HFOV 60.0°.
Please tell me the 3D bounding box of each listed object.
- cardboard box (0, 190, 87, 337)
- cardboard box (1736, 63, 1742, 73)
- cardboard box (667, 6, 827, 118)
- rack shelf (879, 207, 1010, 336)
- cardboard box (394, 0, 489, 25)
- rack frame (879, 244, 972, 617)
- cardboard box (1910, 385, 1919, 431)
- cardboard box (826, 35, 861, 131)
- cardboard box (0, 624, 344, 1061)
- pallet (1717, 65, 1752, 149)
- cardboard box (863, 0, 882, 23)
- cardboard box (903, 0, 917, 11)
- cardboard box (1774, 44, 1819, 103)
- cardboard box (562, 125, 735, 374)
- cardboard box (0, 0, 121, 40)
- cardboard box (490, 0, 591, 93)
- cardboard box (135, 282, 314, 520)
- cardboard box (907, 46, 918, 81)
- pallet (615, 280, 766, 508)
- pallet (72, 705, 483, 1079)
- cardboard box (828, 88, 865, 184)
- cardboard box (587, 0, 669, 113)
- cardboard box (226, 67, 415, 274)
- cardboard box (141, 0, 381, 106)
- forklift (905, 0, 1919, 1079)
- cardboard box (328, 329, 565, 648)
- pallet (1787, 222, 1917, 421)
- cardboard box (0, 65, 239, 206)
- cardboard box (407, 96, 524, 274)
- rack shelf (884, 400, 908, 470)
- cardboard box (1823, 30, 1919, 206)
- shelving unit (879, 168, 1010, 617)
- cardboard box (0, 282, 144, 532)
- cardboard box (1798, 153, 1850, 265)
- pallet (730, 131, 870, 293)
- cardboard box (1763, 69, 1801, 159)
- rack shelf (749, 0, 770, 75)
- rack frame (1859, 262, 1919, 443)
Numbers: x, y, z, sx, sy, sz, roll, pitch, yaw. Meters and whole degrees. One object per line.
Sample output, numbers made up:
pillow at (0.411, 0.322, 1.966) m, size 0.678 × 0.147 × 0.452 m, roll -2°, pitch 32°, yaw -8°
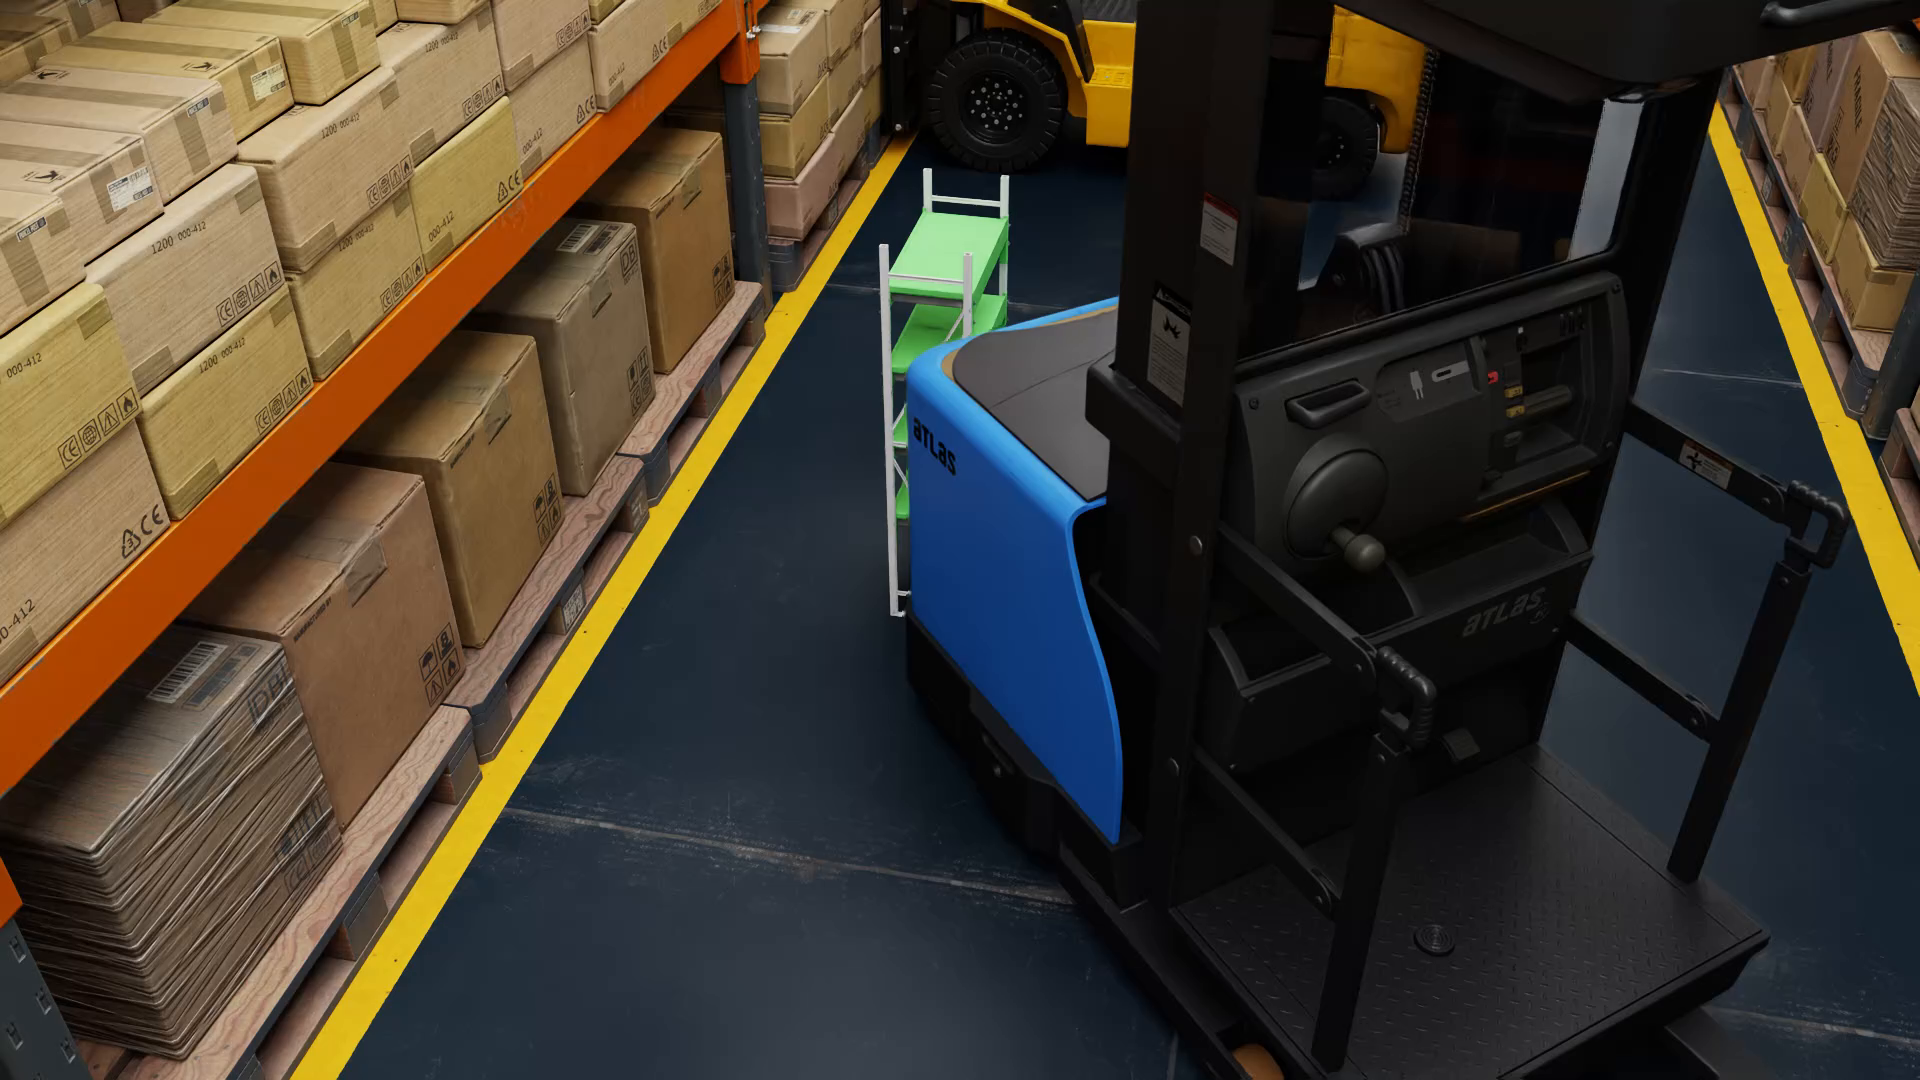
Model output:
cardboard box at (-1.672, -0.456, 2.685) m, size 0.380 × 0.149 × 0.250 m, roll 8°, pitch 37°, yaw 11°
cardboard box at (4.032, -2.449, 8.058) m, size 0.500 × 0.250 × 0.500 m, roll 7°, pitch 37°, yaw 10°
cardboard box at (-0.820, -1.847, 6.375) m, size 0.500 × 0.250 × 0.500 m, roll 7°, pitch 36°, yaw 9°
rack shelf at (-0.035, -0.728, 4.523) m, size 0.258 × 0.148 × 0.480 m, roll 7°, pitch 37°, yaw 10°
cardboard box at (-1.310, -1.329, 3.889) m, size 0.380 × 0.149 × 0.250 m, roll 6°, pitch 36°, yaw 9°
rack frame at (-0.087, -0.251, 4.574) m, size 0.240 × 1.200 × 0.015 m, roll 7°, pitch 37°, yaw 10°
cardboard box at (3.511, -0.332, 5.034) m, size 0.950 × 0.372 × 0.625 m, roll 8°, pitch 37°, yaw 11°
cardboard box at (-0.719, -1.934, 6.921) m, size 0.500 × 0.250 × 0.500 m, roll 7°, pitch 37°, yaw 10°
cardboard box at (-1.937, 0.582, 3.557) m, size 0.875 × 0.625 × 0.625 m, roll 8°, pitch 37°, yaw 11°
pallet at (4.251, -2.186, 8.087) m, size 1.003 × 0.211 × 1.213 m, roll 7°, pitch 37°, yaw 10°
cardboard box at (-0.605, -2.425, 7.173) m, size 0.500 × 0.250 × 0.500 m, roll 9°, pitch 37°, yaw 12°
cardboard box at (-0.491, -2.510, 7.716) m, size 0.500 × 0.250 × 0.500 m, roll 7°, pitch 37°, yaw 10°
cardboard box at (3.805, -2.152, 7.010) m, size 0.500 × 0.500 × 0.500 m, roll 8°, pitch 37°, yaw 11°
cardboard box at (-1.330, -1.055, 5.815) m, size 0.875 × 0.625 × 0.625 m, roll 9°, pitch 37°, yaw 12°
cardboard box at (-2.063, -1.117, 3.597) m, size 0.380 × 0.149 × 0.250 m, roll 7°, pitch 36°, yaw 9°
cardboard box at (-1.302, -1.387, 4.310) m, size 0.500 × 0.250 × 0.500 m, roll 8°, pitch 37°, yaw 11°
cardboard box at (-1.638, -0.305, 3.242) m, size 0.500 × 0.250 × 0.500 m, roll 7°, pitch 36°, yaw 9°
cardboard box at (-0.487, -2.318, 7.877) m, size 0.500 × 0.250 × 0.500 m, roll 8°, pitch 37°, yaw 11°
pallet at (-1.349, -0.591, 5.885) m, size 1.003 × 0.211 × 1.213 m, roll 7°, pitch 37°, yaw 10°
pallet at (-1.870, 0.808, 3.955) m, size 1.003 × 0.211 × 1.213 m, roll 7°, pitch 37°, yaw 10°
cardboard box at (-0.709, -1.733, 7.070) m, size 0.500 × 0.250 × 0.500 m, roll 7°, pitch 36°, yaw 9°
cardboard box at (-1.183, -1.476, 4.858) m, size 0.500 × 0.250 × 0.500 m, roll 7°, pitch 37°, yaw 10°
cardboard box at (-1.513, -0.804, 3.505) m, size 0.500 × 0.250 × 0.500 m, roll 6°, pitch 36°, yaw 9°
cardboard box at (-1.463, -1.044, 3.497) m, size 0.380 × 0.149 × 0.250 m, roll 8°, pitch 37°, yaw 11°
forklift at (1.014, -0.159, 2.971) m, size 1.130 × 2.935 × 3.031 m, roll -18°, pitch 40°, yaw -23°
cardboard box at (-1.662, -0.180, 4.608) m, size 0.875 × 0.625 × 0.625 m, roll 6°, pitch 36°, yaw 8°
pallet at (3.729, -0.787, 6.157) m, size 1.003 × 0.211 × 1.213 m, roll 7°, pitch 37°, yaw 10°
cardboard box at (-1.599, -0.758, 3.102) m, size 0.380 × 0.149 × 0.250 m, roll 8°, pitch 37°, yaw 10°
cardboard box at (-1.422, -0.898, 4.061) m, size 0.500 × 0.250 × 0.500 m, roll 8°, pitch 37°, yaw 11°
rack shelf at (-0.035, -0.339, 4.804) m, size 0.258 × 0.148 × 0.480 m, roll 7°, pitch 37°, yaw 10°
cardboard box at (3.592, -1.552, 6.182) m, size 0.500 × 0.500 × 0.500 m, roll 8°, pitch 37°, yaw 11°
shelving unit at (-0.035, -0.391, 4.767) m, size 0.258 × 1.200 × 0.503 m, roll 7°, pitch 37°, yaw 10°
cardboard box at (-1.726, -0.216, 2.694) m, size 0.500 × 0.250 × 0.500 m, roll 7°, pitch 37°, yaw 10°
cardboard box at (3.588, -1.263, 6.422) m, size 0.500 × 0.250 × 0.500 m, roll 6°, pitch 36°, yaw 9°
pallet at (-1.019, -1.469, 7.097) m, size 1.003 × 0.211 × 1.213 m, roll 7°, pitch 37°, yaw 10°
cardboard box at (3.812, -1.843, 7.222) m, size 0.500 × 0.250 × 0.500 m, roll 10°, pitch 37°, yaw 13°
rack shelf at (-0.802, -3.002, 7.450) m, size 1.077 × 0.370 × 4.000 m, roll 7°, pitch 37°, yaw 10°
rack frame at (3.621, -1.527, 4.801) m, size 1.000 × 3.000 × 0.127 m, roll 7°, pitch 37°, yaw 10°
